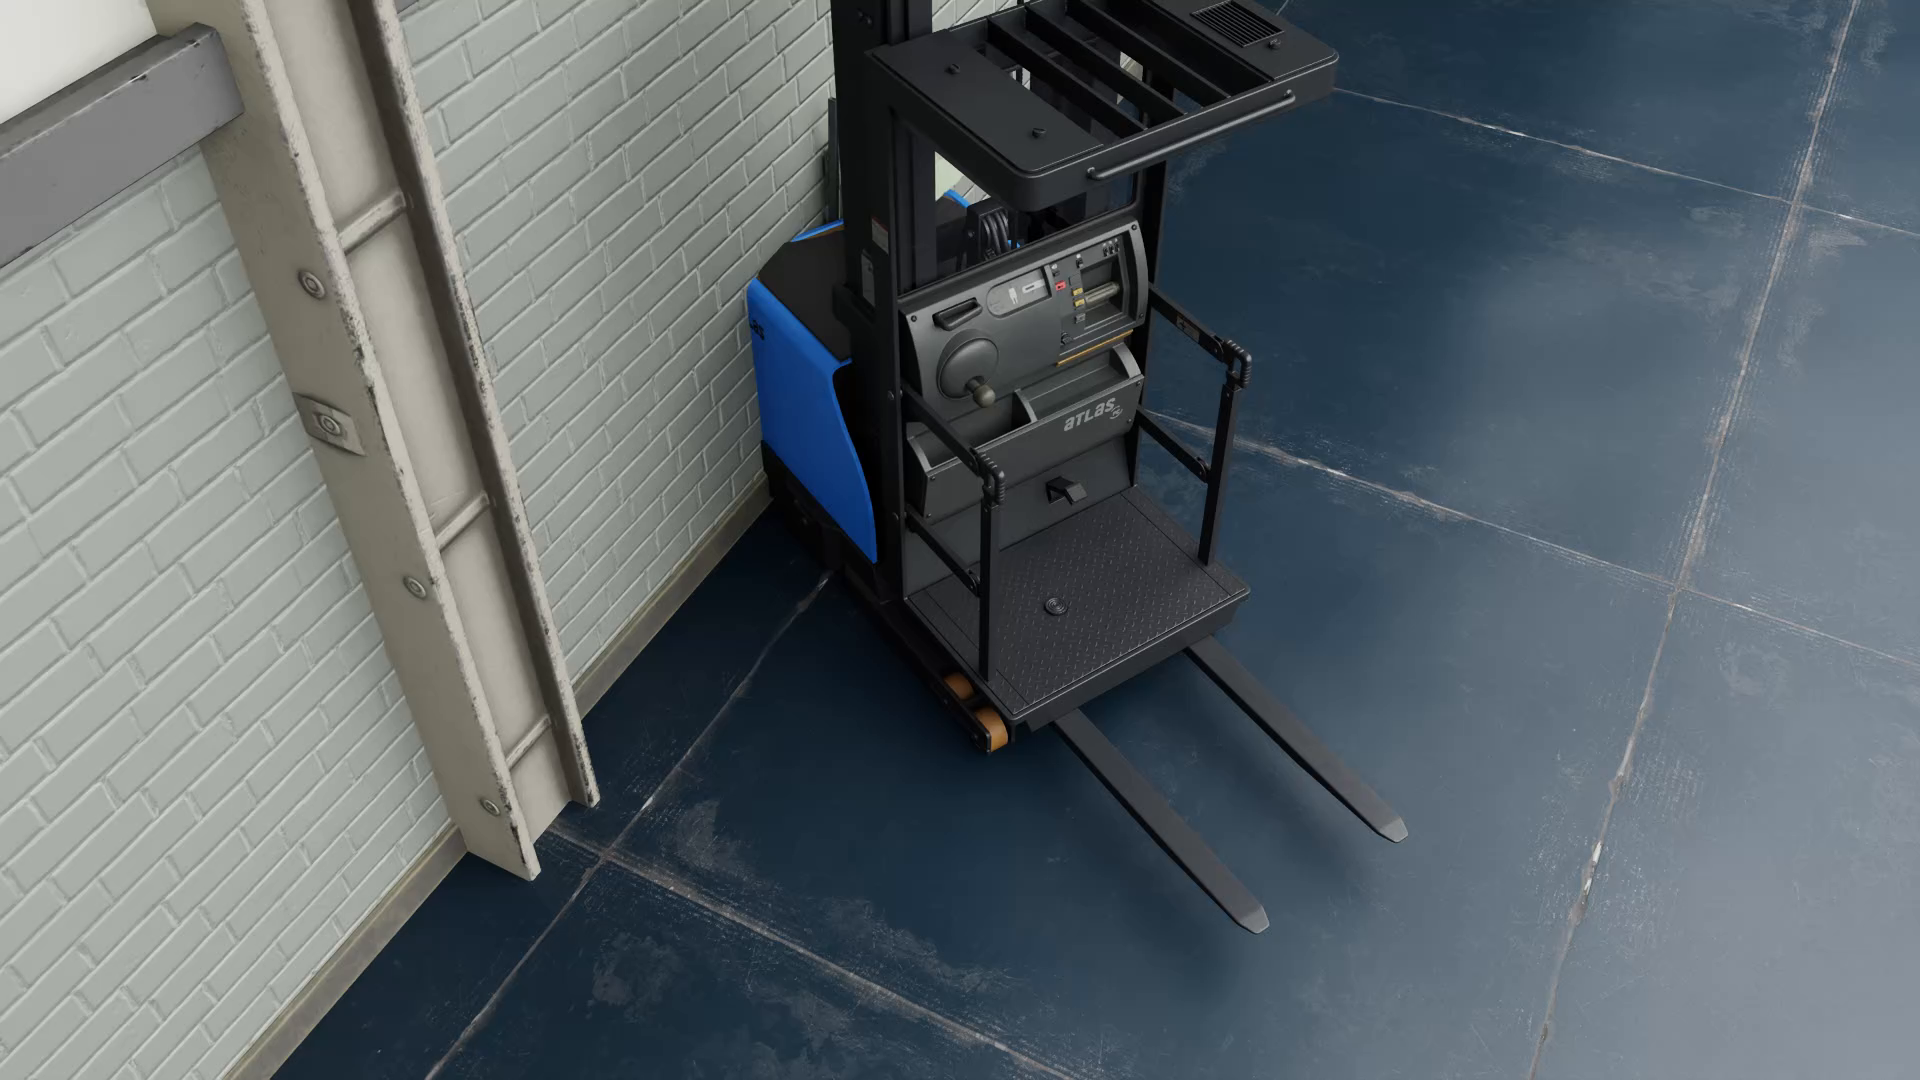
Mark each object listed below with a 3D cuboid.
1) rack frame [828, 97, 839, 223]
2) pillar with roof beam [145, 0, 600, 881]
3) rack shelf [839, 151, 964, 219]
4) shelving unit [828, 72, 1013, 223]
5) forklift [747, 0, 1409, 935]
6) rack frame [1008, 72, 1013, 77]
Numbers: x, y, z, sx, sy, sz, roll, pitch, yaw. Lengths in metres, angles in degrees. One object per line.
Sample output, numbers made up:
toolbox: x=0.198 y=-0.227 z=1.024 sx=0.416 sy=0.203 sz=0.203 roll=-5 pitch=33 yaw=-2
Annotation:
rack frame: x=-0.343 y=-1.002 z=6.587 sx=0.400 sy=1.500 sz=0.023 roll=20 pitch=43 yaw=19
pillar with roof beam: x=2.323 y=-0.764 z=1.178 sx=9.100 sy=9.000 sz=0.400 roll=20 pitch=49 yaw=19
rack shelf: x=-0.155 y=-1.503 z=6.589 sx=0.431 sy=0.370 sz=0.720 roll=20 pitch=43 yaw=19
shelving unit: x=-0.174 y=-1.206 z=6.840 sx=0.431 sy=1.500 sz=0.755 roll=20 pitch=43 yaw=19
forklift: x=0.354 y=-0.660 z=5.341 sx=1.130 sy=2.935 sz=3.031 roll=-26 pitch=51 yaw=-23
rack frame: x=-0.005 y=-1.409 z=7.093 sx=0.400 sy=1.500 sz=0.023 roll=20 pitch=43 yaw=19
